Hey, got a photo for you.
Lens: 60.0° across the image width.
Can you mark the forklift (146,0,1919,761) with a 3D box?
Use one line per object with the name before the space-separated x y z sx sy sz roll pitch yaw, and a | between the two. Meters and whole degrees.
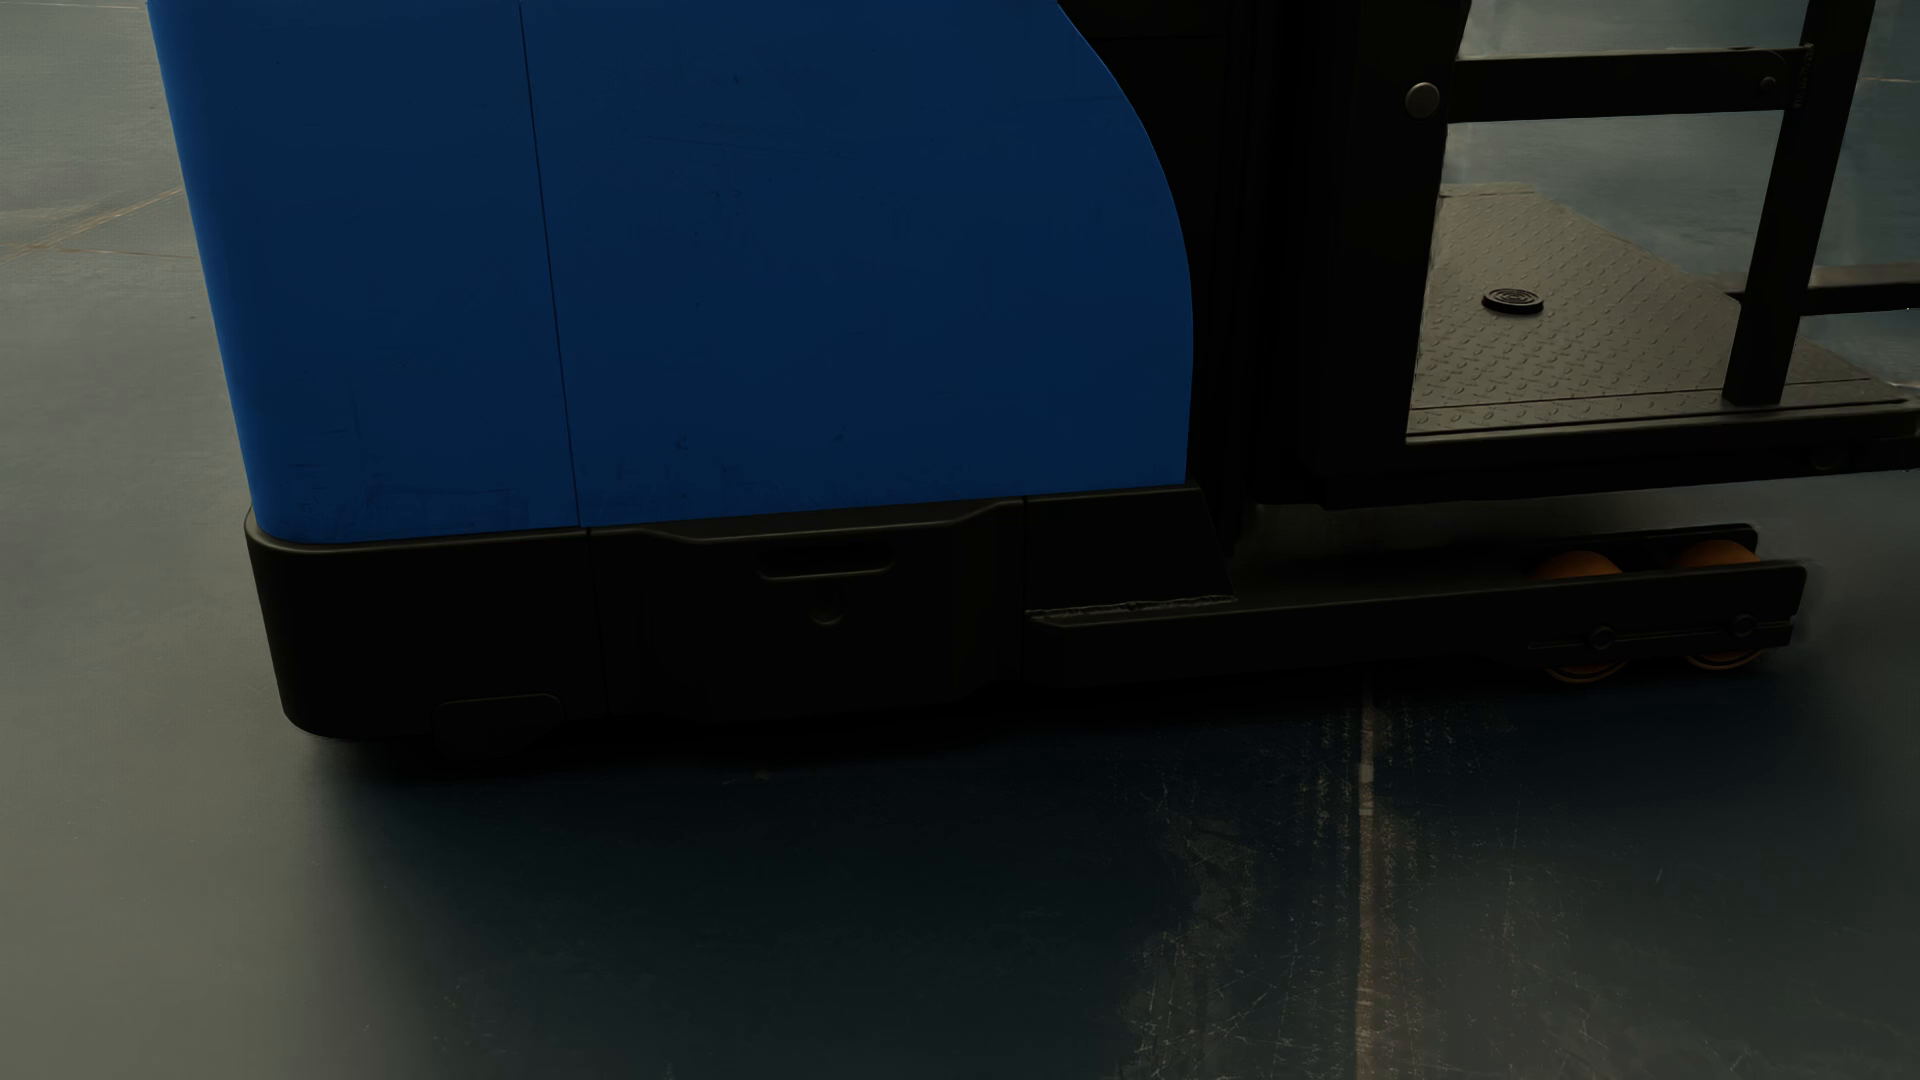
forklift | 0.625 -1.356 1.933 3.031 2.935 1.130 -4 27 -9
